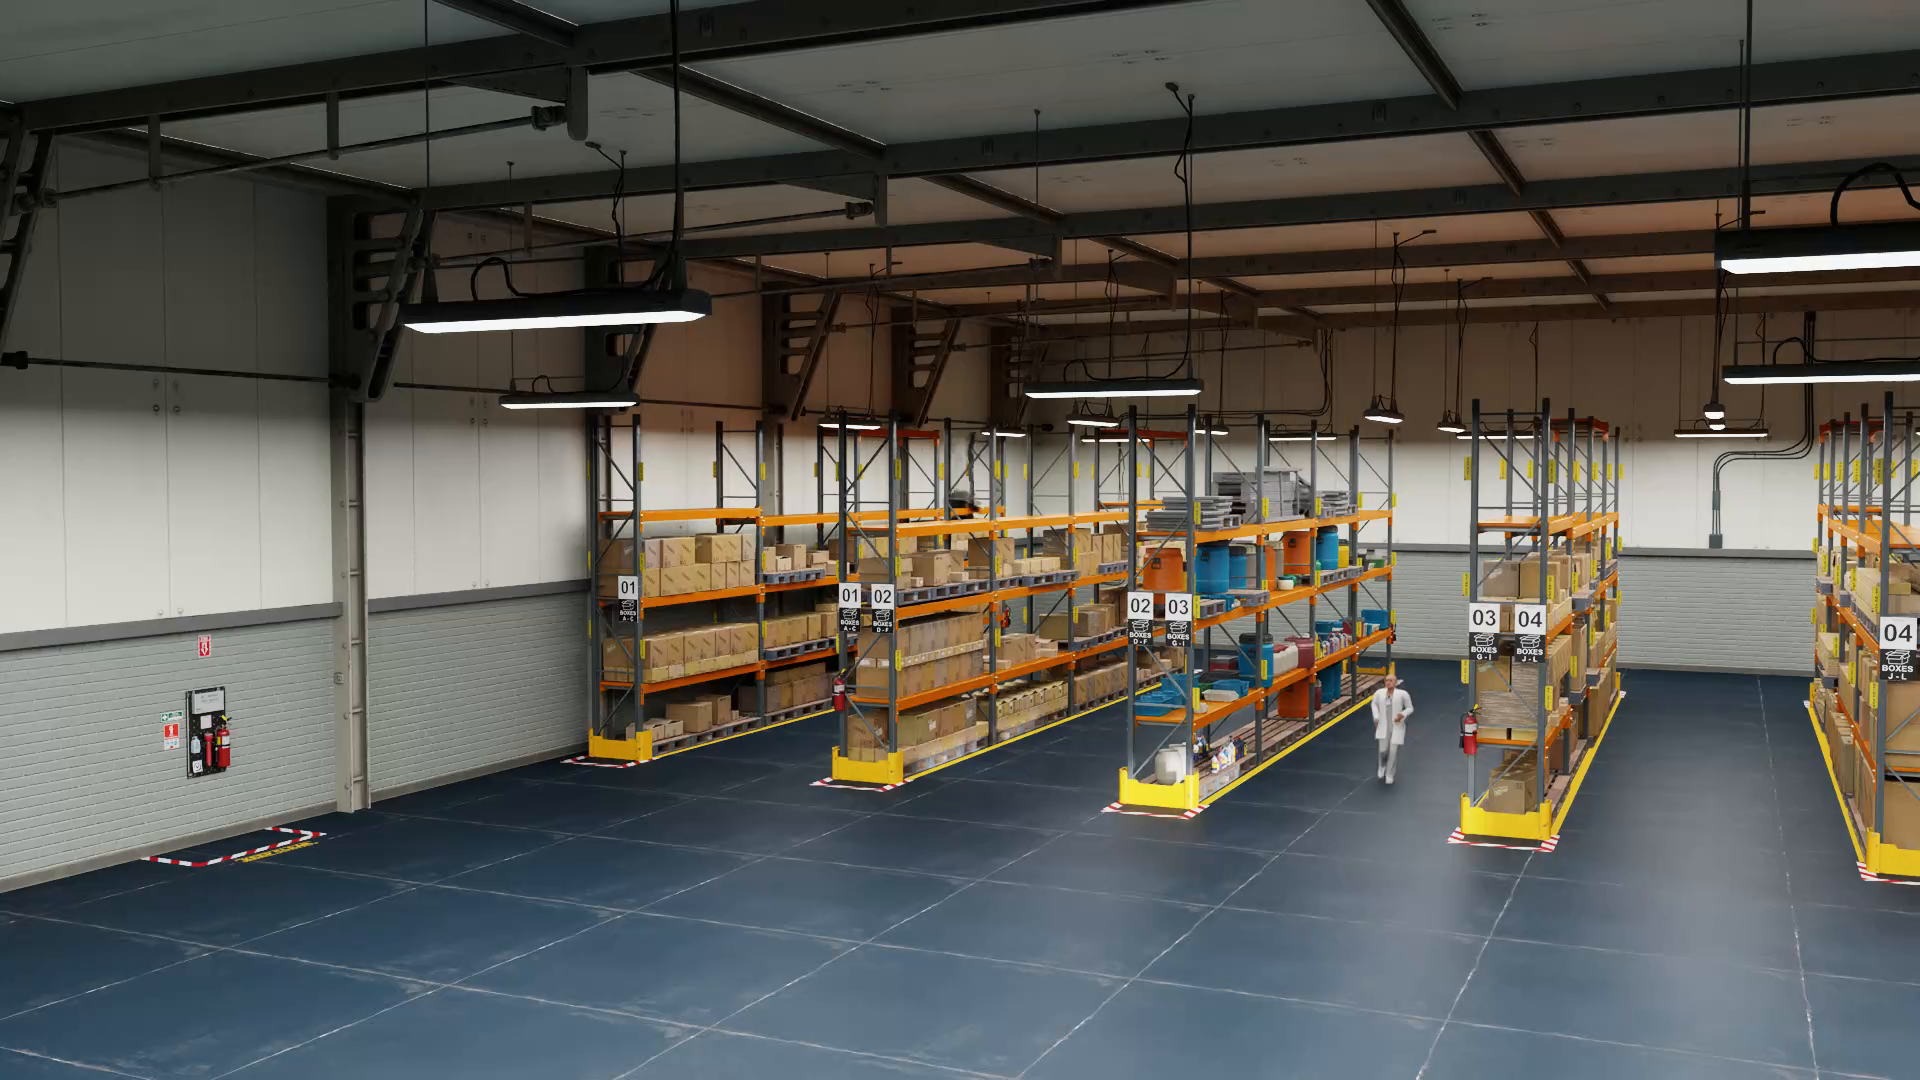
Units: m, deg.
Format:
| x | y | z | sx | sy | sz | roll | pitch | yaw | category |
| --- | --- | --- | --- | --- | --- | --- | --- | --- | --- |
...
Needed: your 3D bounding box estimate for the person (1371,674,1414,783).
| x | y | z | sx | sy | sz | roll | pitch | yaw | category |
| --- | --- | --- | --- | --- | --- | --- | --- | --- | --- |
| 6.915 | 3.031 | 26.693 | 0.692 | 1.747 | 0.648 | 1 | 3 | 23 | person |
